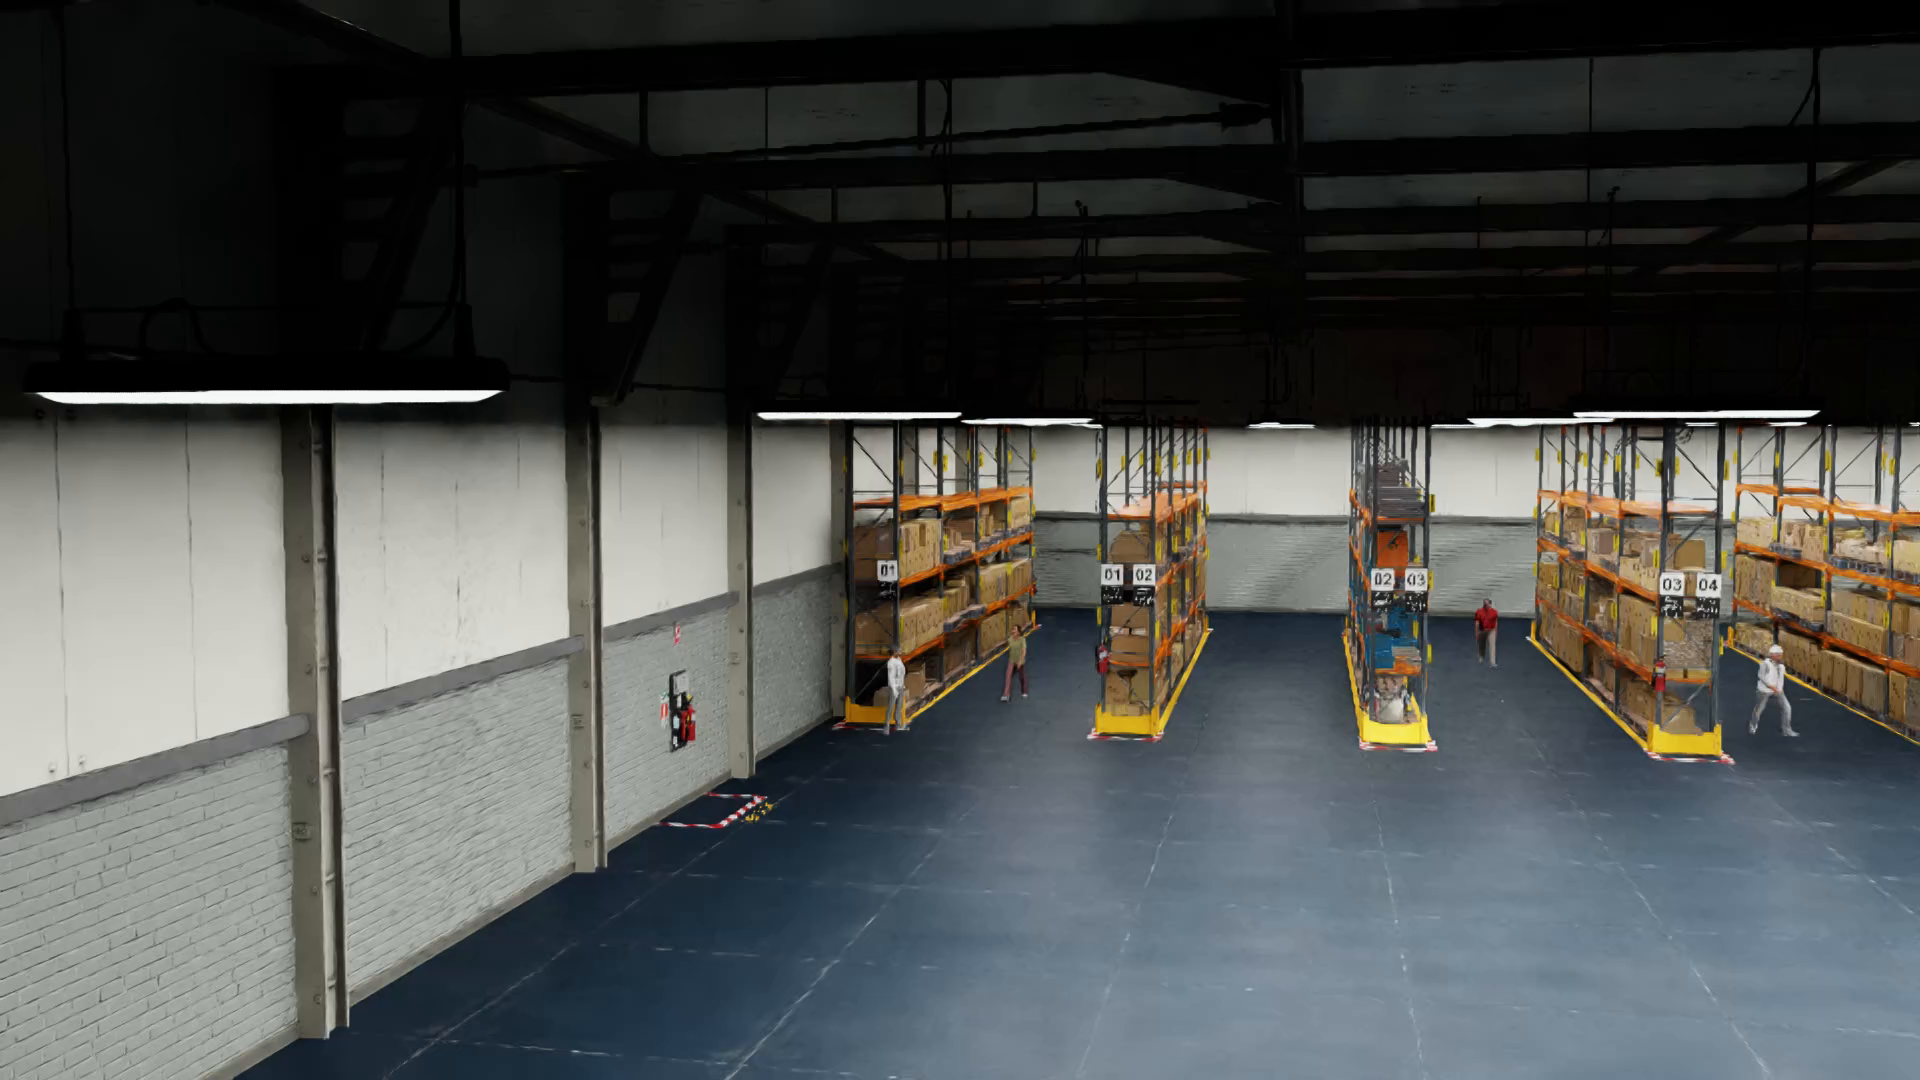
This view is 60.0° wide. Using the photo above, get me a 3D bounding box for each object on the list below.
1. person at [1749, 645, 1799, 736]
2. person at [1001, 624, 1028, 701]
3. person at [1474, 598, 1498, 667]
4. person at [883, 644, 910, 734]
[{"bbox_3d":[15.152,2.790,31.053,0.682,1.712,0.800,-1,4,-8],"label":"person"},{"bbox_3d":[1.199,2.571,35.089,0.446,1.601,1.018,1,4,20],"label":"person"},{"bbox_3d":[12.692,2.207,40.116,0.544,1.641,1.112,1,4,14],"label":"person"},{"bbox_3d":[-1.224,2.783,31.339,0.369,1.679,0.626,2,4,26],"label":"person"}]
